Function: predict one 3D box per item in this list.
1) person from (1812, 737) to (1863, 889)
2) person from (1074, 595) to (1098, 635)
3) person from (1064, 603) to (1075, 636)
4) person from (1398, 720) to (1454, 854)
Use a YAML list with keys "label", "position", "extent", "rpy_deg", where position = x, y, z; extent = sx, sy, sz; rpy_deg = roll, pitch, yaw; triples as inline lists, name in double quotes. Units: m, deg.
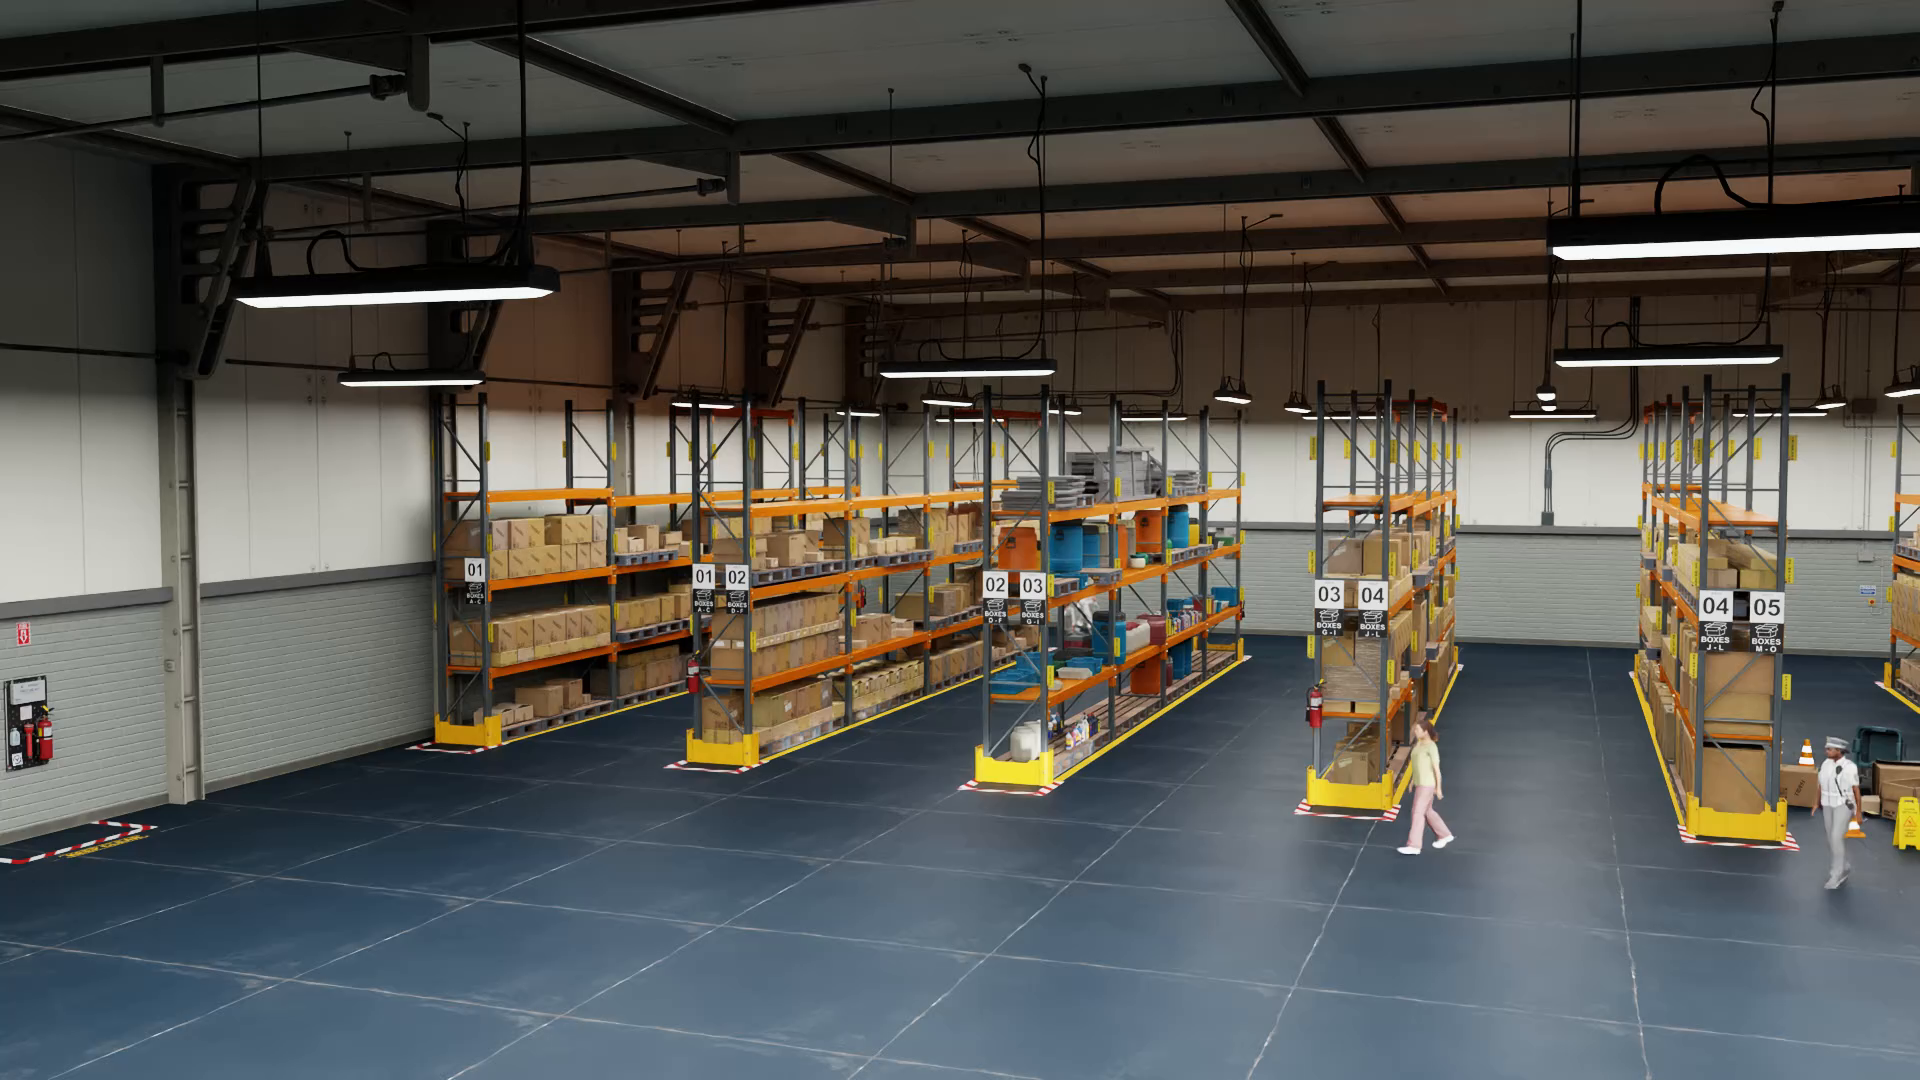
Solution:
- label: "person"
  position: [10.148, 3.140, 19.324]
  extent: [0.629, 1.683, 0.568]
  rpy_deg: [-1, 3, -17]
- label: "person"
  position: [3.463, 1.731, 44.988]
  extent: [0.985, 1.752, 0.542]
  rpy_deg: [3, 4, 45]
- label: "person"
  position: [2.561, 2.105, 39.487]
  extent: [0.419, 1.563, 0.768]
  rpy_deg: [1, 3, 17]
- label: "person"
  position: [5.825, 3.063, 20.758]
  extent: [0.822, 1.655, 0.437]
  rpy_deg: [0, 3, -6]
